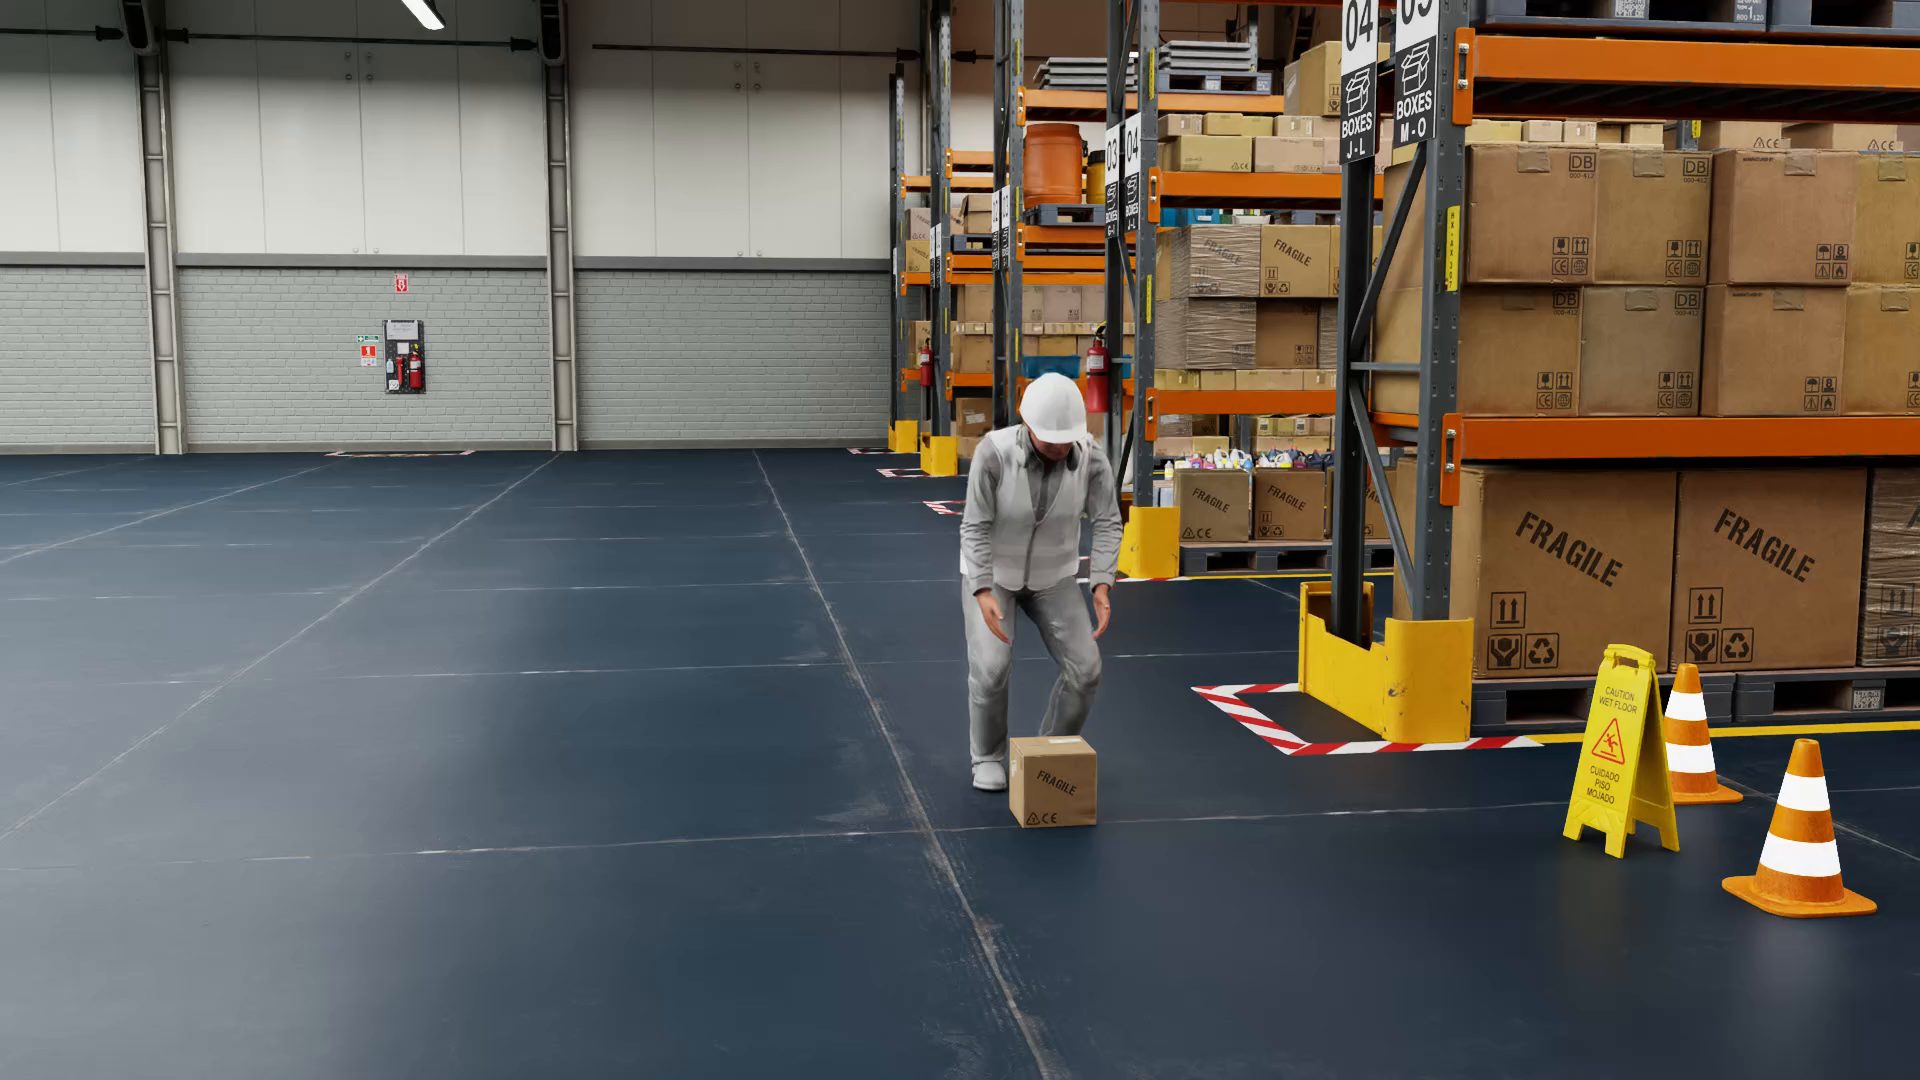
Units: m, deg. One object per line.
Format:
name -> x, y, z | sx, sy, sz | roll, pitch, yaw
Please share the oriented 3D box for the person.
person -> 0.260, 0.150, 5.985 | 0.545, 1.506, 0.714 | -1, 7, -8
